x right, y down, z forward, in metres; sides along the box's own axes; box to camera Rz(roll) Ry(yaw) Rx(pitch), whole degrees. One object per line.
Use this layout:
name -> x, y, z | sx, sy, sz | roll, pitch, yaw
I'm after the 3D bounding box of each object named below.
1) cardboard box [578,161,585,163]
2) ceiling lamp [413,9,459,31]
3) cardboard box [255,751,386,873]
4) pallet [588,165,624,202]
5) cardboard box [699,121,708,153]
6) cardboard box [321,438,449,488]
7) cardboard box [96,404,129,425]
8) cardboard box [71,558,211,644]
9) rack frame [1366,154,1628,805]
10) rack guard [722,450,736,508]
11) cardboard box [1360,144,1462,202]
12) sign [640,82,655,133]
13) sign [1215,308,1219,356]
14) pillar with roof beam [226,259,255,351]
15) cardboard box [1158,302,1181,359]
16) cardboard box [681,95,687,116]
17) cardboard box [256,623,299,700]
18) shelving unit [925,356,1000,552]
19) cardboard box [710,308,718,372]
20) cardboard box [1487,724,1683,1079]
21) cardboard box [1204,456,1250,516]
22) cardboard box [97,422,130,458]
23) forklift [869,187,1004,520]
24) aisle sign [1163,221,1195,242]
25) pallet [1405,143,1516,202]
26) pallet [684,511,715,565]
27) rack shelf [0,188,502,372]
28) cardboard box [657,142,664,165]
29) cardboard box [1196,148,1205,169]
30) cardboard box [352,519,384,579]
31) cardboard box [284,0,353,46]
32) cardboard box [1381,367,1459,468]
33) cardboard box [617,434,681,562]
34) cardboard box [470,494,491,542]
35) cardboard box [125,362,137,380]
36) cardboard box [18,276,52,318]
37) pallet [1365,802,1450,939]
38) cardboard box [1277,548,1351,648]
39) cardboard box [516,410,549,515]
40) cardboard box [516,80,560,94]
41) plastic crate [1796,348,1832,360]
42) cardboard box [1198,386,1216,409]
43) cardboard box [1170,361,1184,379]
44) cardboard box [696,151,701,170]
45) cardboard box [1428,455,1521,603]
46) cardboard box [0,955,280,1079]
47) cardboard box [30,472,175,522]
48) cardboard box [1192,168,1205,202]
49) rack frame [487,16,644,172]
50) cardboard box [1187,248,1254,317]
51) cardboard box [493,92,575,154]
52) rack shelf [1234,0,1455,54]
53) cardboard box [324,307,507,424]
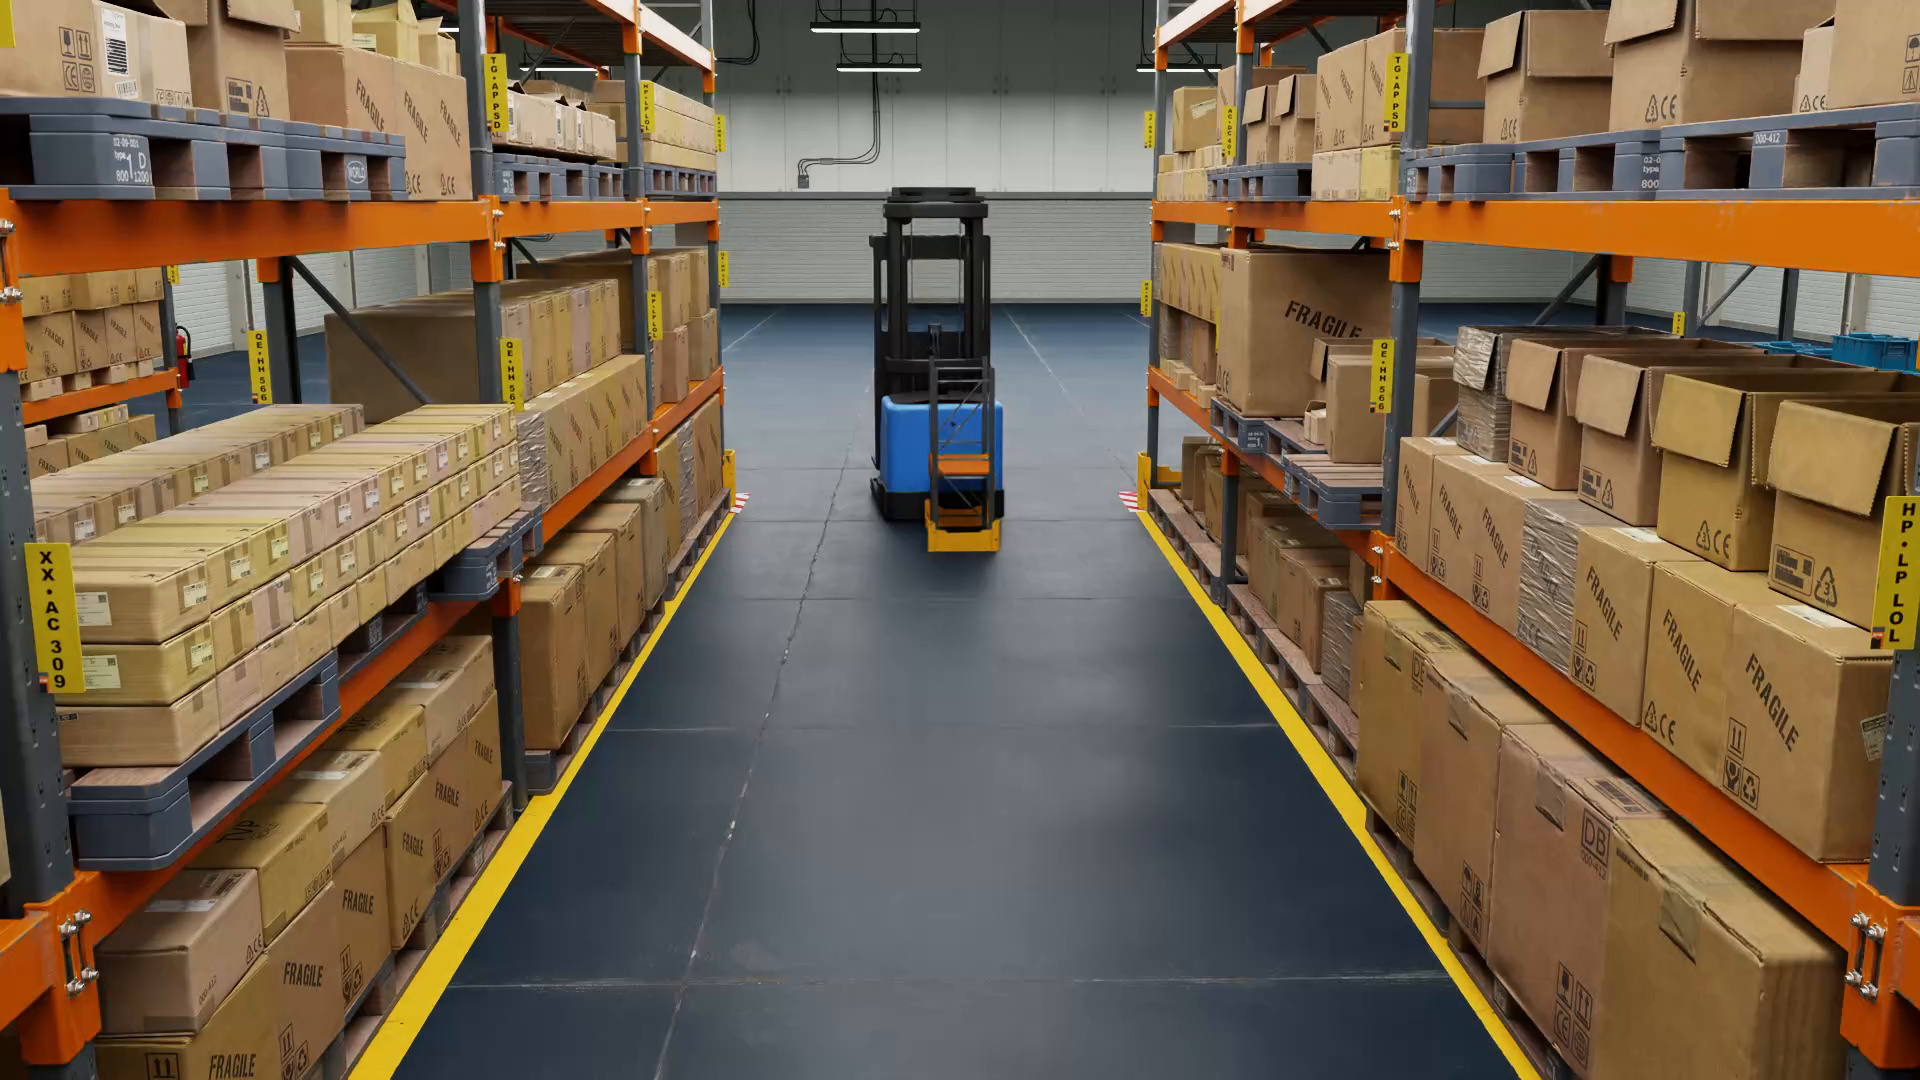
cardboard box -> -2.970, -2.821, 12.200 | 0.380, 0.149, 0.250 | 0, 11, -1
ceiling lamp -> -9.107, -10.792, 29.941 | 2.000, 3.185, 0.800 | 0, 11, -1
cardboard box -> -2.231, 0.891, 5.468 | 0.500, 0.250, 0.500 | 0, 11, 1
pallet -> -2.557, -2.190, 10.247 | 0.805, 0.209, 1.217 | -1, 11, -3
cardboard box -> -2.409, -3.393, 14.014 | 0.500, 0.250, 0.500 | 0, 11, -1
cardboard box -> -2.057, -0.276, 5.957 | 0.380, 0.149, 0.250 | 0, 11, -1
cardboard box -> -7.303, -1.063, 14.098 | 0.380, 0.149, 0.250 | 0, 11, 0
cardboard box -> -2.008, 0.140, 3.904 | 0.380, 0.149, 0.250 | 0, 11, 2
rack frame -> 2.418, -0.201, 7.506 | 1.000, 3.000, 0.127 | 0, 11, -1
rack guard -> -2.708, -0.571, 15.615 | 1.175, 0.500, 0.348 | 0, 11, -1
cardboard box -> 2.163, -1.691, 7.683 | 0.500, 0.250, 0.500 | 0, 11, -1
sign -> -2.083, -2.878, 11.063 | 0.100, 0.325, 0.005 | 0, 11, -1
sign -> 1.793, -1.417, 11.320 | 0.100, 0.325, 0.005 | 0, 11, -1
pillar with roof beam -> -9.572, -8.123, 31.466 | 9.100, 9.000, 0.548 | 0, 11, -1
cardboard box -> 2.237, -1.877, 14.765 | 0.875, 0.500, 0.500 | 0, 11, -1
cardboard box -> -2.324, -3.365, 12.873 | 0.380, 0.149, 0.250 | 0, 11, -1
cardboard box -> -2.021, 0.327, 4.480 | 0.380, 0.149, 0.250 | 0, 11, -1
shelving unit -> 0.008, -0.743, 13.951 | 0.587, 1.500, 1.083 | 0, 11, -2
cardboard box -> -2.655, -1.791, 14.965 | 0.875, 0.550, 0.550 | 0, 11, -1
cardboard box -> 2.449, 1.125, 5.258 | 1.225, 0.875, 0.875 | -1, 11, -3
cardboard box -> 2.290, -0.405, 13.740 | 0.500, 0.500, 0.500 | 1, 11, 4
cardboard box -> -7.363, -0.714, 14.010 | 0.500, 0.500, 0.500 | 0, 11, 1
forklift -> -0.287, -1.854, 15.828 | 1.130, 2.935, 3.031 | -1, 12, -6
aisle sign -> 1.952, -3.076, 15.140 | 0.394, 0.787, 0.004 | 0, 11, -1
pallet -> 2.485, -1.451, 6.596 | 1.213, 0.211, 1.003 | 0, 11, 1
pallet -> -2.591, -0.024, 13.646 | 1.003, 0.211, 1.213 | 0, 11, -1
rack shelf -> -2.501, -0.921, 5.318 | 1.077, 0.370, 4.000 | 0, 11, -1
cardboard box -> -2.300, -2.723, 11.716 | 0.380, 0.149, 0.250 | 0, 11, -1
cardboard box -> 2.008, -2.913, 12.706 | 0.380, 0.149, 0.250 | 0, 11, 2
cardboard box -> -2.040, 0.025, 5.219 | 0.380, 0.149, 0.250 | 0, 11, -2
cardboard box -> -2.227, -1.760, 5.469 | 0.396, 0.266, 0.258 | 0, 11, -1
cardboard box -> 2.367, -0.563, 7.982 | 0.500, 0.500, 0.500 | -2, 12, -8
cardboard box -> -2.568, -0.286, 12.211 | 0.875, 0.875, 0.875 | 0, 11, 0
cardboard box -> -2.064, -0.087, 6.518 | 0.380, 0.149, 0.250 | 0, 11, 0
cardboard box -> -7.333, -1.453, 14.309 | 0.380, 0.149, 0.250 | 0, 11, -2
cardboard box -> -7.336, -1.930, 12.514 | 0.700, 0.500, 0.500 | 0, 11, -2
pallet -> 2.359, 1.323, 7.009 | 1.003, 0.211, 1.213 | 0, 11, -1
cardboard box -> 2.330, 0.342, 10.012 | 0.700, 0.500, 0.500 | -1, 12, -6
cardboard box -> -2.282, -0.340, 7.940 | 0.500, 0.500, 0.500 | 0, 11, -1
cardboard box -> -2.952, -3.060, 11.371 | 0.380, 0.149, 0.250 | 0, 11, -2
plastic crate -> 7.522, -1.511, 14.339 | 0.499, 0.251, 0.408 | 0, 11, -1
cardboard box -> 1.980, -1.063, 12.389 | 0.380, 0.149, 0.250 | 0, 11, -1
cardboard box -> 2.023, -1.461, 14.350 | 0.380, 0.149, 0.250 | 0, 11, -1
cardboard box -> -2.341, -3.126, 13.701 | 0.380, 0.149, 0.250 | 0, 11, -2
cardboard box -> 2.169, -0.050, 6.509 | 0.500, 0.500, 0.500 | -1, 11, -3
cardboard box -> -2.210, 1.466, 4.521 | 0.500, 0.500, 0.500 | 0, 11, 1
cardboard box -> -2.690, -0.118, 5.175 | 0.380, 0.149, 0.250 | -1, 11, -4
cardboard box -> 2.049, -2.687, 12.594 | 0.500, 0.250, 0.500 | 0, 11, -2
rack frame -> -2.625, -3.936, 10.827 | 1.000, 3.000, 0.127 | 0, 11, -1
cardboard box -> 2.030, -1.968, 12.701 | 0.500, 0.500, 0.500 | 0, 11, -1
cardboard box -> -2.359, -2.228, 8.871 | 0.500, 0.311, 0.500 | 0, 11, -2
rack shelf -> 2.377, -2.990, 8.980 | 1.077, 0.370, 4.000 | 0, 11, -1
cardboard box -> -2.542, -0.829, 7.835 | 0.700, 0.500, 0.500 | 0, 11, -1
